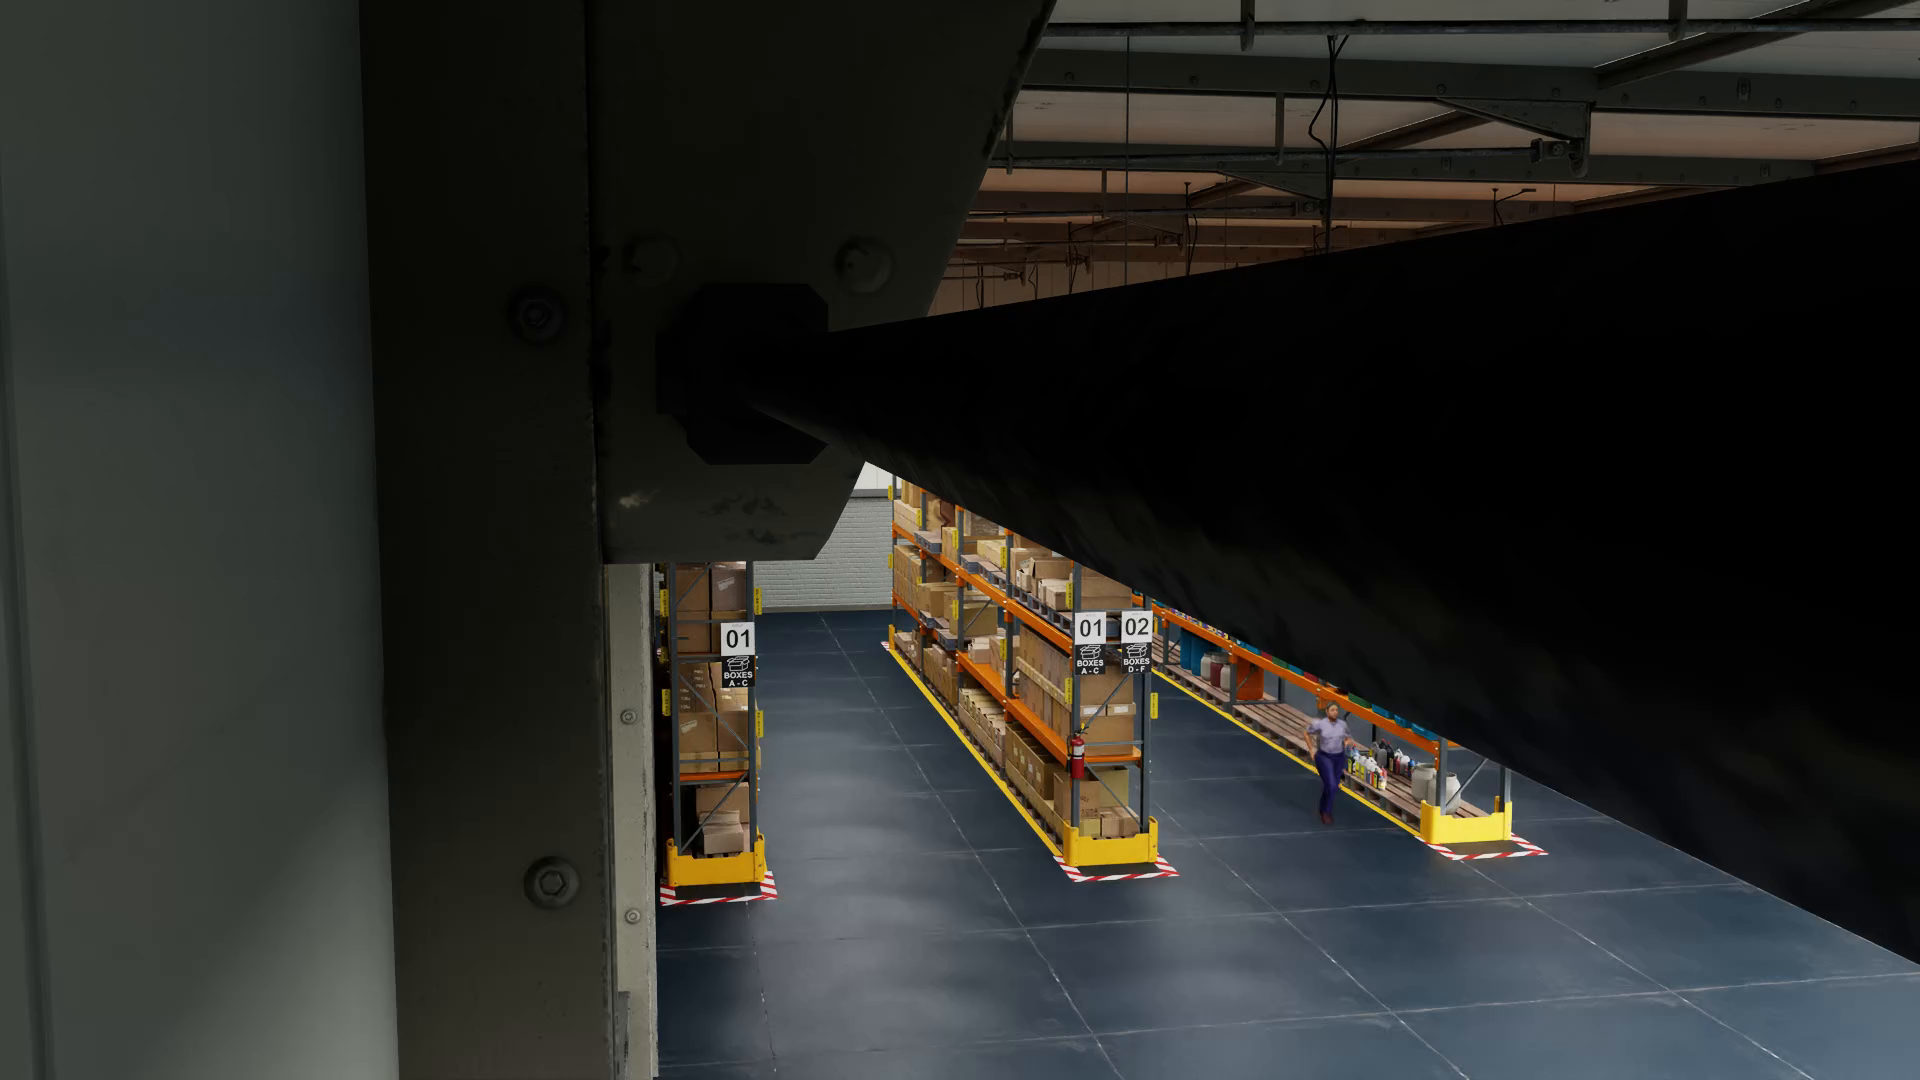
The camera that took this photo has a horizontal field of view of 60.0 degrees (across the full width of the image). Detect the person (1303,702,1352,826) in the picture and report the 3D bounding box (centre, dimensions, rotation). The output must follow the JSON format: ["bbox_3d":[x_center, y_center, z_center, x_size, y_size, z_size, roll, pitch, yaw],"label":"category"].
[{"bbox_3d":[5.083,3.064,22.816,0.574,1.691,0.706,-2,7,-19],"label":"person"}]
